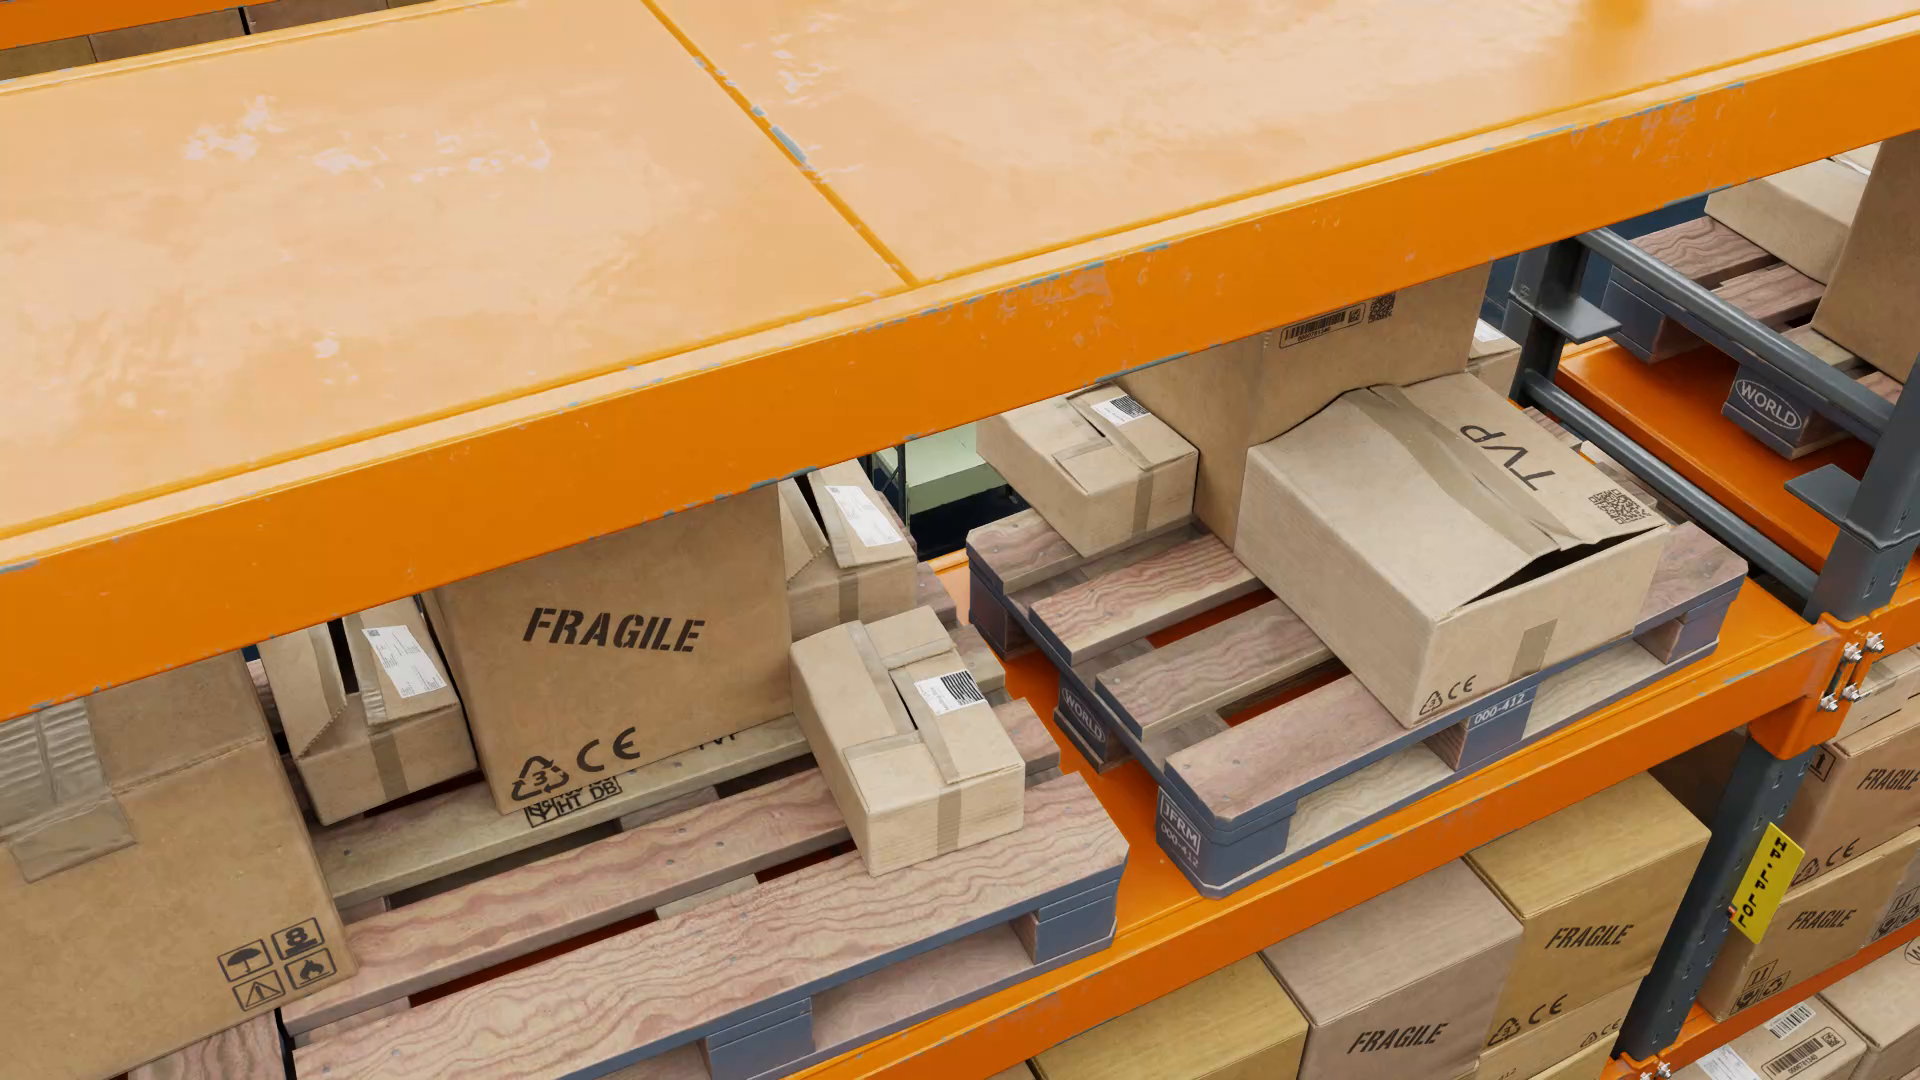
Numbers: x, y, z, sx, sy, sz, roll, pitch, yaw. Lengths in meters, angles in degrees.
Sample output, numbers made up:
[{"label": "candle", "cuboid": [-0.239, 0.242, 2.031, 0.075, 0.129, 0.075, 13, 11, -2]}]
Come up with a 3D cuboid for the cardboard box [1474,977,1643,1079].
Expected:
[{"label": "cardboard box", "cuboid": [1.239, 1.003, 3.962, 0.500, 0.250, 0.500, -19, 44, -21]}]

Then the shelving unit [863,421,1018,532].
[{"label": "shelving unit", "cuboid": [-0.006, -0.570, 7.252, 0.755, 1.500, 0.431, -19, 44, -21]}]

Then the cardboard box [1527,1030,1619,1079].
[{"label": "cardboard box", "cuboid": [1.237, 1.201, 4.115, 0.500, 0.250, 0.500, -20, 44, -22]}]

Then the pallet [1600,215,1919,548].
[{"label": "pallet", "cuboid": [2.249, -0.484, 3.736, 1.213, 0.211, 1.003, -19, 44, -21]}]

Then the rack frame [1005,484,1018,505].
[{"label": "rack frame", "cuboid": [0.319, -0.680, 7.381, 0.023, 1.500, 0.400, -19, 44, -21]}]

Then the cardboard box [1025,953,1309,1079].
[{"label": "cardboard box", "cuboid": [0.324, 1.022, 3.359, 0.500, 0.500, 0.500, -17, 43, -19]}]

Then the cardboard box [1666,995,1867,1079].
[{"label": "cardboard box", "cuboid": [2.125, 1.557, 5.236, 0.875, 0.438, 0.875, -19, 44, -21]}]

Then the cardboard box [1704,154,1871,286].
[{"label": "cardboard box", "cuboid": [1.937, -0.801, 3.743, 0.258, 0.266, 0.396, -17, 43, -19]}]

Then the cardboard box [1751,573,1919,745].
[{"label": "cardboard box", "cuboid": [1.918, 0.253, 3.766, 0.250, 0.149, 0.380, -19, 44, -21]}]

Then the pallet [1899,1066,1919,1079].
[{"label": "pallet", "cuboid": [3.312, 1.381, 5.944, 1.213, 0.211, 1.003, -19, 44, -21]}]

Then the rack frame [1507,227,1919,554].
[{"label": "rack frame", "cuboid": [1.518, -1.424, 2.457, 0.127, 3.000, 1.000, -19, 44, -21]}]

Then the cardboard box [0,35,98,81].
[{"label": "cardboard box", "cuboid": [-5.986, -3.163, 10.473, 0.875, 0.875, 1.225, -21, 44, -23]}]

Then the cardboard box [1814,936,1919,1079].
[{"label": "cardboard box", "cuboid": [2.918, 1.290, 5.552, 0.875, 0.438, 0.875, -20, 44, -22]}]

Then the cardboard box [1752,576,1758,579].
[{"label": "cardboard box", "cuboid": [1.809, 0.147, 4.393, 0.500, 0.500, 0.500, -19, 44, -21]}]

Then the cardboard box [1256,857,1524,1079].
[{"label": "cardboard box", "cuboid": [0.782, 0.881, 3.525, 0.500, 0.500, 0.500, -18, 43, -20]}]

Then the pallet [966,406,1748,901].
[{"label": "pallet", "cuboid": [0.728, 0.095, 3.131, 1.217, 0.209, 0.805, -20, 44, -22]}]

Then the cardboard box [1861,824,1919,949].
[{"label": "cardboard box", "cuboid": [2.503, 0.689, 4.525, 0.500, 0.500, 0.500, -18, 44, -20]}]

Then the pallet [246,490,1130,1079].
[{"label": "pallet", "cuboid": [-0.493, 0.428, 2.736, 1.213, 0.211, 1.003, -17, 43, -19]}]

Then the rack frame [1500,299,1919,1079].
[{"label": "rack frame", "cuboid": [1.518, 0.865, 4.395, 0.127, 3.000, 1.000, -19, 44, -21]}]

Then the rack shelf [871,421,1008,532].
[{"label": "rack shelf", "cuboid": [-0.006, -0.322, 7.463, 0.720, 0.370, 0.431, -19, 44, -21]}]

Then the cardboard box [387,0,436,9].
[{"label": "cardboard box", "cuboid": [-3.618, -3.960, 11.415, 0.875, 0.875, 1.225, -18, 44, -21]}]

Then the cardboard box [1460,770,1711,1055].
[{"label": "cardboard box", "cuboid": [1.238, 0.723, 3.712, 0.500, 0.500, 0.500, -17, 43, -19]}]

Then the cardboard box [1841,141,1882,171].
[{"label": "cardboard box", "cuboid": [2.171, -0.835, 3.874, 0.250, 0.149, 0.380, -18, 43, -20]}]

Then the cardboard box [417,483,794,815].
[{"label": "cardboard box", "cuboid": [-0.600, 0.024, 2.665, 0.500, 0.500, 0.500, -18, 44, -20]}]

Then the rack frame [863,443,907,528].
[{"label": "rack frame", "cuboid": [-0.331, -0.461, 7.123, 0.023, 1.500, 0.400, -19, 44, -21]}]

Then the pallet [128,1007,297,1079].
[{"label": "pallet", "cuboid": [-1.483, 0.764, 2.339, 1.003, 0.211, 1.213, -17, 43, -19]}]

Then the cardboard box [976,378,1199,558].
[{"label": "cardboard box", "cuboid": [0.234, -0.174, 3.156, 0.250, 0.166, 0.380, -22, 45, -23]}]

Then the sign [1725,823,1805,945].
[{"label": "sign", "cuboid": [1.777, 0.762, 3.682, 0.005, 0.325, 0.100, -19, 44, -21]}]

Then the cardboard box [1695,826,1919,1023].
[{"label": "cardboard box", "cuboid": [2.055, 0.837, 4.351, 0.500, 0.500, 0.500, -17, 43, -19]}]

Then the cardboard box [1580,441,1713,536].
[{"label": "cardboard box", "cuboid": [1.644, -0.076, 4.154, 0.250, 0.149, 0.380, -19, 44, -21]}]

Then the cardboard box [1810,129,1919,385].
[{"label": "cardboard box", "cuboid": [2.137, -0.571, 3.291, 0.500, 0.500, 0.500, -18, 43, -20]}]

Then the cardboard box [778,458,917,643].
[{"label": "cardboard box", "cuboid": [-0.264, -0.044, 2.926, 0.258, 0.266, 0.396, -15, 43, -17]}]

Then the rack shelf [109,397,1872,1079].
[{"label": "rack shelf", "cuboid": [-0.256, 0.592, 2.953, 4.000, 0.370, 1.077, -19, 44, -21]}]

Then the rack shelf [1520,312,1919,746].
[{"label": "rack shelf", "cuboid": [3.292, -0.602, 4.363, 4.000, 0.370, 1.077, -19, 44, -21]}]

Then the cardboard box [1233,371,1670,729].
[{"label": "cardboard box", "cuboid": [0.833, -0.022, 2.866, 0.500, 0.311, 0.500, -19, 44, -21]}]

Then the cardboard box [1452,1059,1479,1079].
[{"label": "cardboard box", "cuboid": [0.800, 1.156, 3.781, 0.500, 0.250, 0.500, -18, 43, -20]}]

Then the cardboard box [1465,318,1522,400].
[{"label": "cardboard box", "cuboid": [0.913, -0.440, 3.394, 0.258, 0.266, 0.396, -19, 44, -21]}]

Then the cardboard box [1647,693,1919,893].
[{"label": "cardboard box", "cuboid": [2.052, 0.442, 4.043, 0.500, 0.500, 0.500, -18, 44, -20]}]

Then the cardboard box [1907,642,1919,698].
[{"label": "cardboard box", "cuboid": [2.138, 0.167, 3.867, 0.250, 0.149, 0.380, -18, 43, -20]}]

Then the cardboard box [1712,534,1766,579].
[{"label": "cardboard box", "cuboid": [1.928, -0.093, 4.173, 0.250, 0.149, 0.380, -18, 43, -20]}]

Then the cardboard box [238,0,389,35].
[{"label": "cardboard box", "cuboid": [-4.410, -3.693, 11.099, 0.875, 0.875, 1.225, -20, 44, -22]}]

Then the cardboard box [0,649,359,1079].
[{"label": "cardboard box", "cuboid": [-1.239, 0.312, 2.325, 0.500, 0.500, 0.700, -21, 44, -23]}]

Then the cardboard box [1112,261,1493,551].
[{"label": "cardboard box", "cuboid": [0.602, -0.381, 3.143, 0.500, 0.500, 0.500, -19, 44, -21]}]

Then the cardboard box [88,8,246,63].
[{"label": "cardboard box", "cuboid": [-5.191, -3.424, 10.782, 0.875, 0.875, 1.225, -18, 44, -21]}]

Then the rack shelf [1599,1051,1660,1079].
[{"label": "rack shelf", "cuboid": [-0.256, 1.737, 3.922, 4.000, 0.370, 1.077, -19, 44, -21]}]

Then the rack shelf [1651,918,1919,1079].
[{"label": "rack shelf", "cuboid": [3.292, 0.543, 5.332, 4.000, 0.370, 1.077, -19, 44, -21]}]

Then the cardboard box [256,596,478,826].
[{"label": "cardboard box", "cuboid": [-0.970, 0.194, 2.646, 0.258, 0.266, 0.396, -20, 44, -22]}]

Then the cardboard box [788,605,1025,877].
[{"label": "cardboard box", "cuboid": [-0.090, 0.300, 2.597, 0.250, 0.166, 0.380, -15, 43, -17]}]

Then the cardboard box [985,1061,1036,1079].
[{"label": "cardboard box", "cuboid": [-0.129, 1.185, 3.167, 0.500, 0.500, 0.500, -18, 43, -20]}]
